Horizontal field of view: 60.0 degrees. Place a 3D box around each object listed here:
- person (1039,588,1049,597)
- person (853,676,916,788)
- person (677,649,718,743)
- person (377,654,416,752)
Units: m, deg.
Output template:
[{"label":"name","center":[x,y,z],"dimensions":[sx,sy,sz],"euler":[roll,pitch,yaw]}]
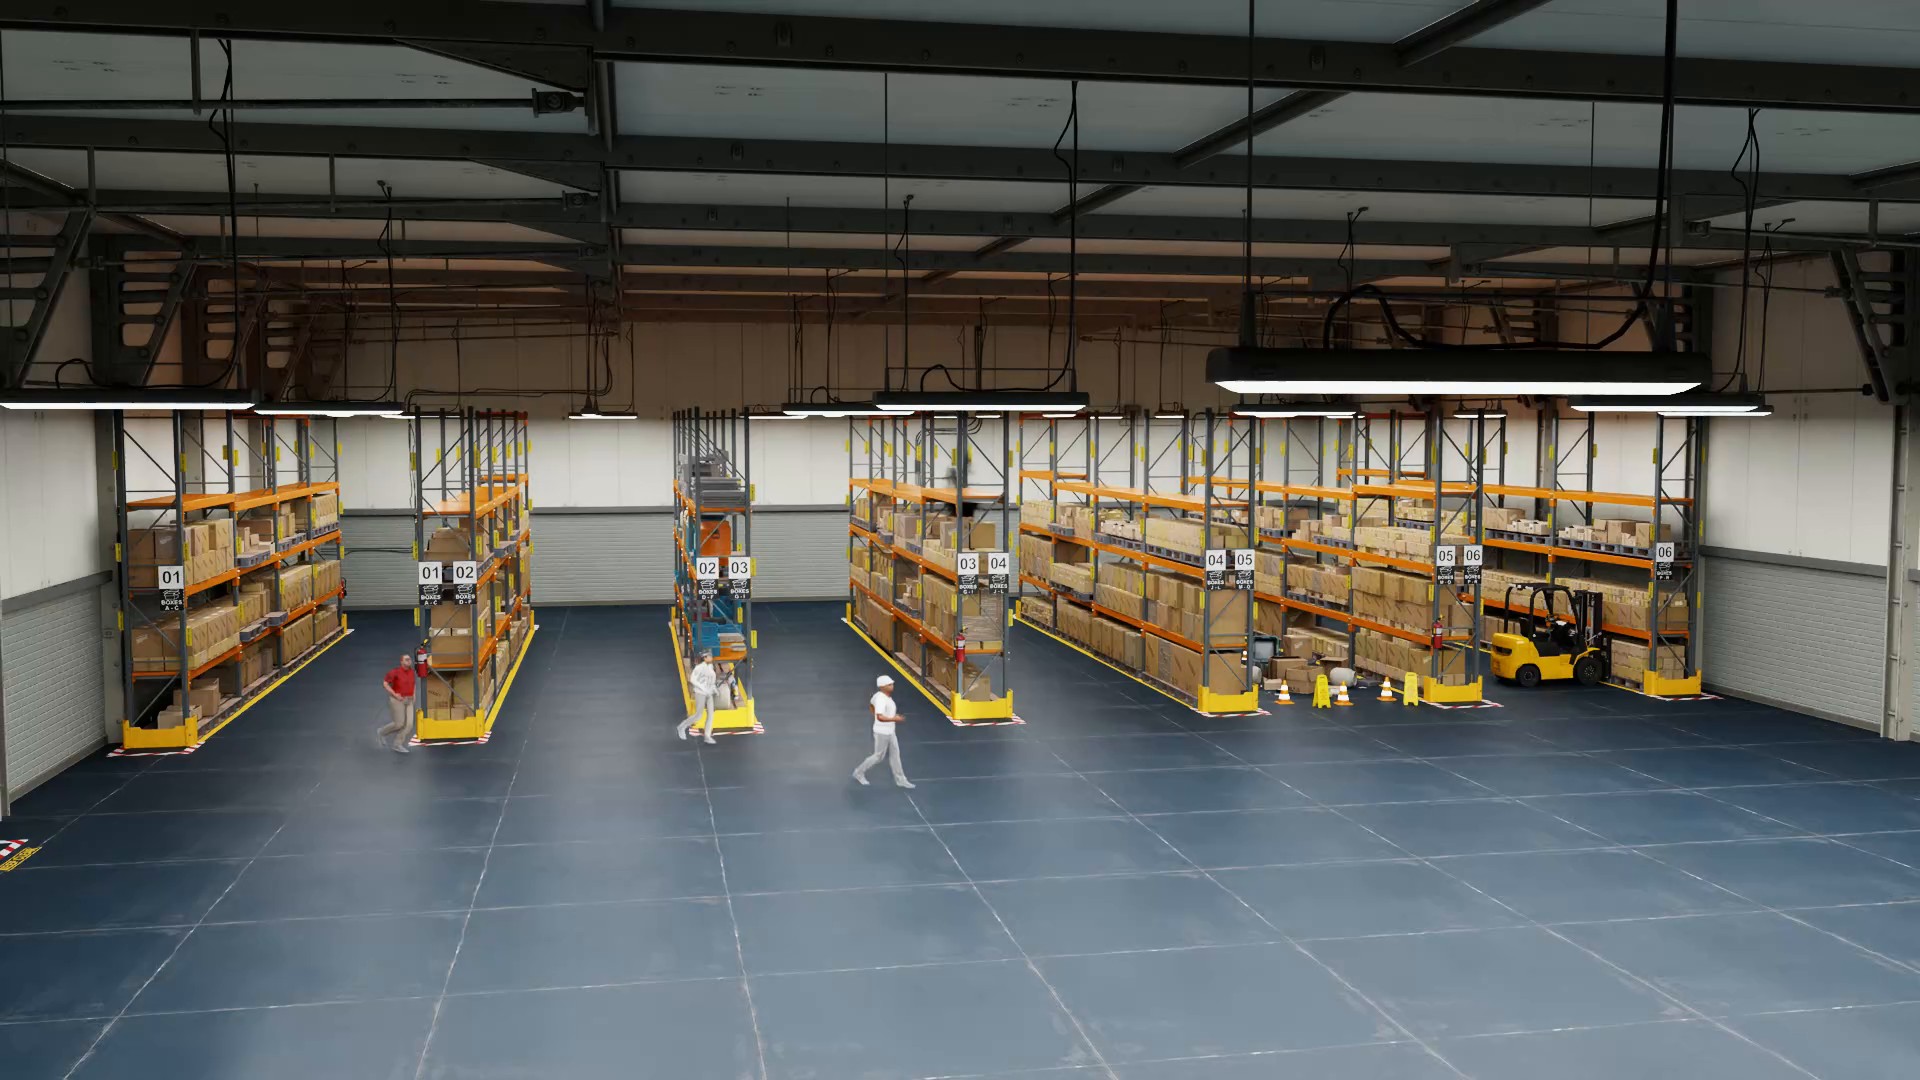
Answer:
[{"label":"person","center":[2.692,1.293,50.166],"dimensions":[0.560,1.723,0.663],"euler":[-1,4,-14]},{"label":"person","center":[-1.180,2.984,25.787],"dimensions":[0.984,1.767,0.690],"euler":[1,4,9]},{"label":"person","center":[-4.582,2.768,29.795],"dimensions":[0.804,1.651,0.682],"euler":[2,5,30]},{"label":"person","center":[-9.779,2.836,29.048],"dimensions":[0.603,1.690,0.672],"euler":[2,5,30]}]
